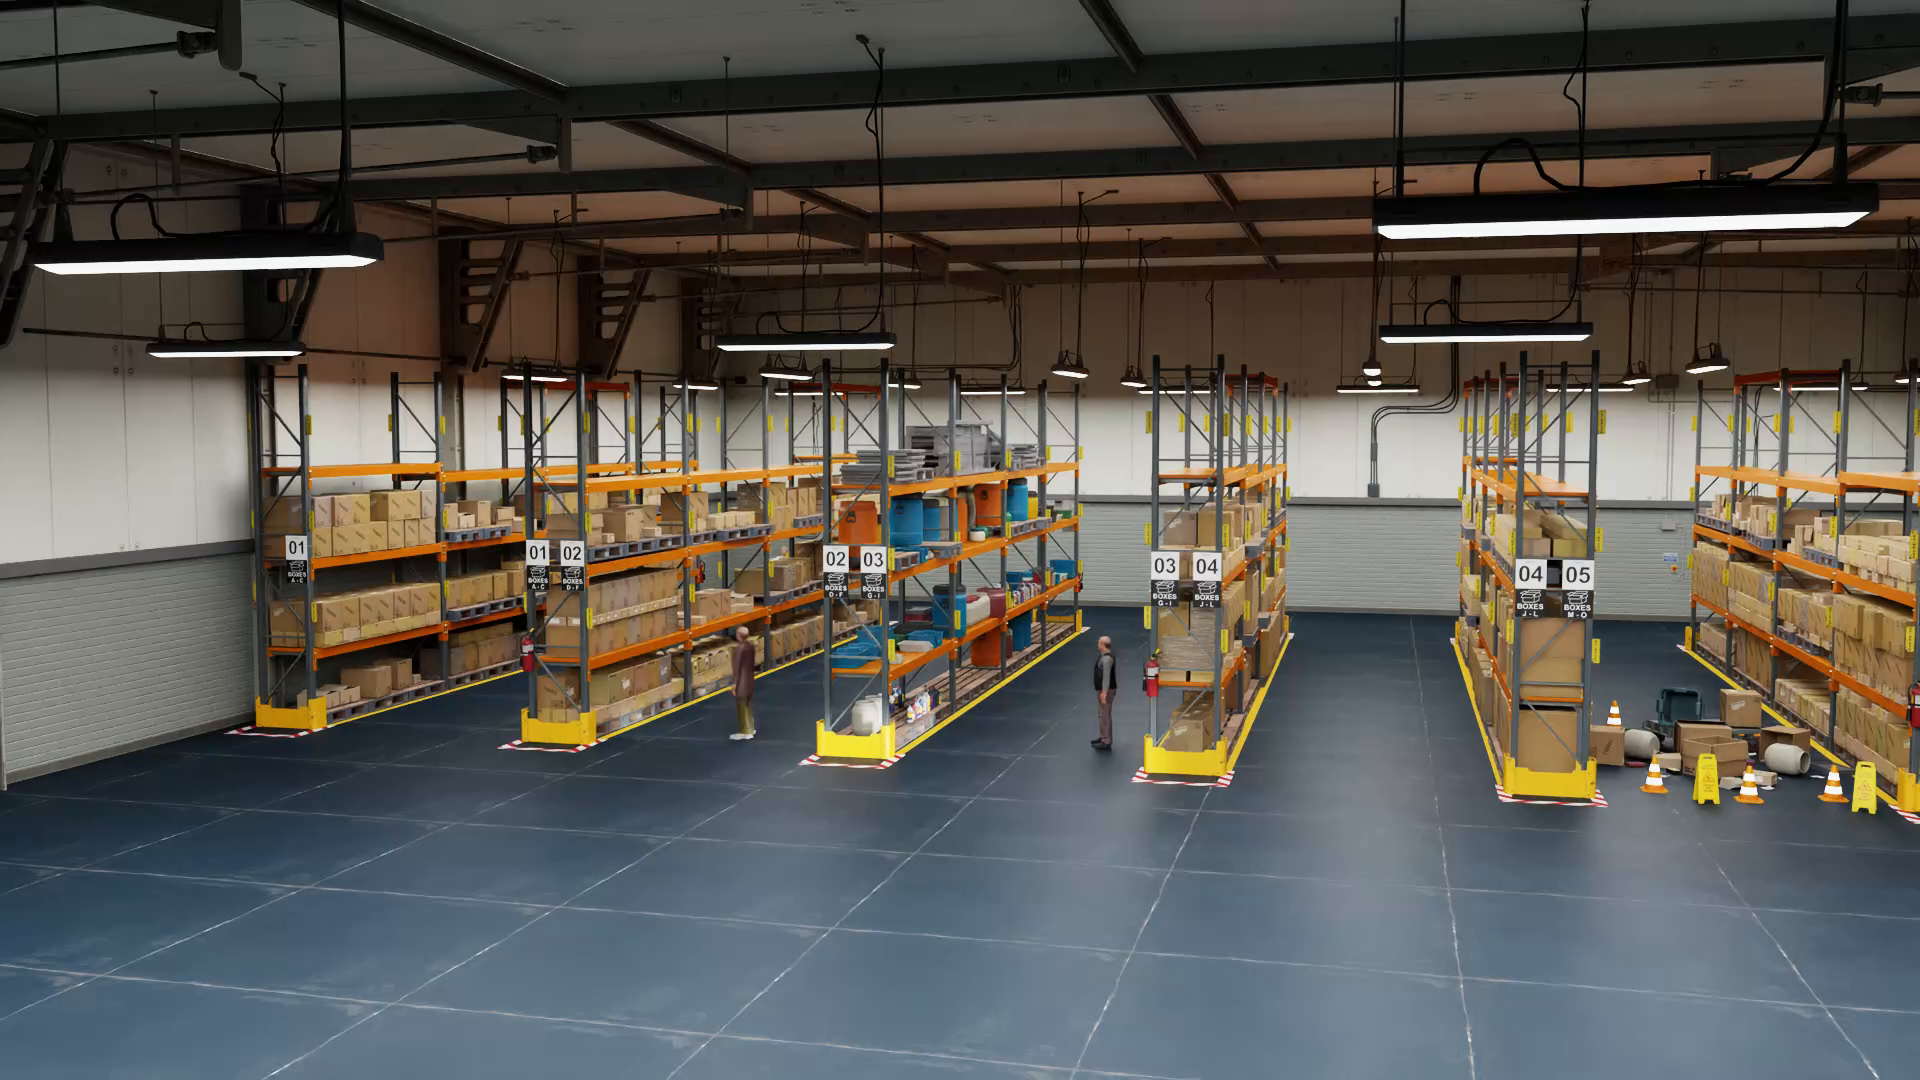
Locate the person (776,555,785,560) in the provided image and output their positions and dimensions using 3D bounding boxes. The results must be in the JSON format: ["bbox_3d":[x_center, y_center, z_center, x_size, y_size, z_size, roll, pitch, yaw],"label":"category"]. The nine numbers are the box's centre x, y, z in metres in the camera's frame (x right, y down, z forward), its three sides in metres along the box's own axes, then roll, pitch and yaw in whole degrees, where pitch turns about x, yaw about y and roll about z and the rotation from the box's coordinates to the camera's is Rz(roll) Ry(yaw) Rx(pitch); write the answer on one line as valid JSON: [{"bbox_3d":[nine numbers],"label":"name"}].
[{"bbox_3d":[-4.640,1.154,44.146,0.549,1.560,0.590,1,4,19],"label":"person"}]

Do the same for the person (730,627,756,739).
[{"bbox_3d":[-3.447,2.294,26.519,0.378,1.825,0.672,1,4,17],"label":"person"}]

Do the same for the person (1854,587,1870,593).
[{"bbox_3d":[20.447,1.526,37.643,0.845,1.736,0.554,1,4,9],"label":"person"}]

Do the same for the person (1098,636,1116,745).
[{"bbox_3d":[2.272,2.325,25.846,0.317,1.665,0.568,1,4,8],"label":"person"}]
